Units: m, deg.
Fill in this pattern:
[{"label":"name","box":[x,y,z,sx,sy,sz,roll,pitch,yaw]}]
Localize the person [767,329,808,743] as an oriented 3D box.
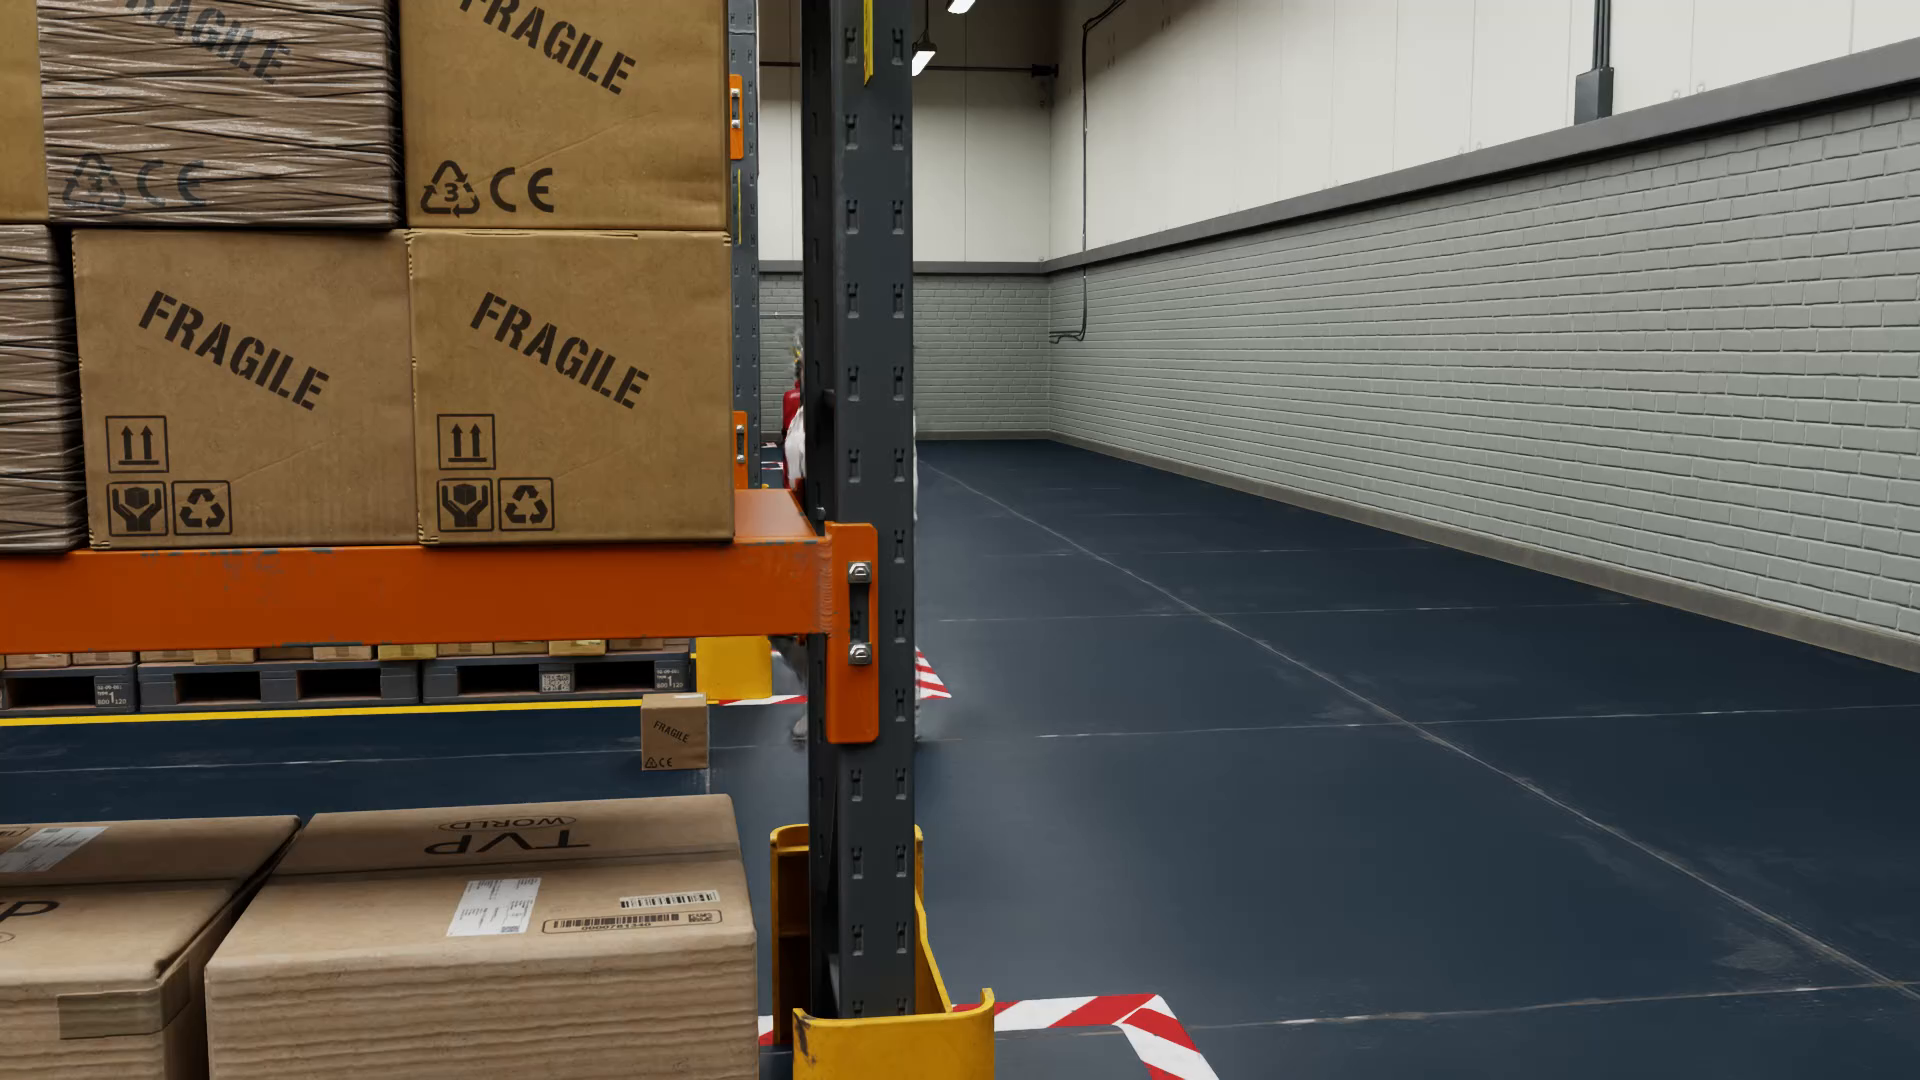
[{"label":"person","box":[-0.515,-0.005,6.633,0.515,1.675,0.447,6,9,44]}]
